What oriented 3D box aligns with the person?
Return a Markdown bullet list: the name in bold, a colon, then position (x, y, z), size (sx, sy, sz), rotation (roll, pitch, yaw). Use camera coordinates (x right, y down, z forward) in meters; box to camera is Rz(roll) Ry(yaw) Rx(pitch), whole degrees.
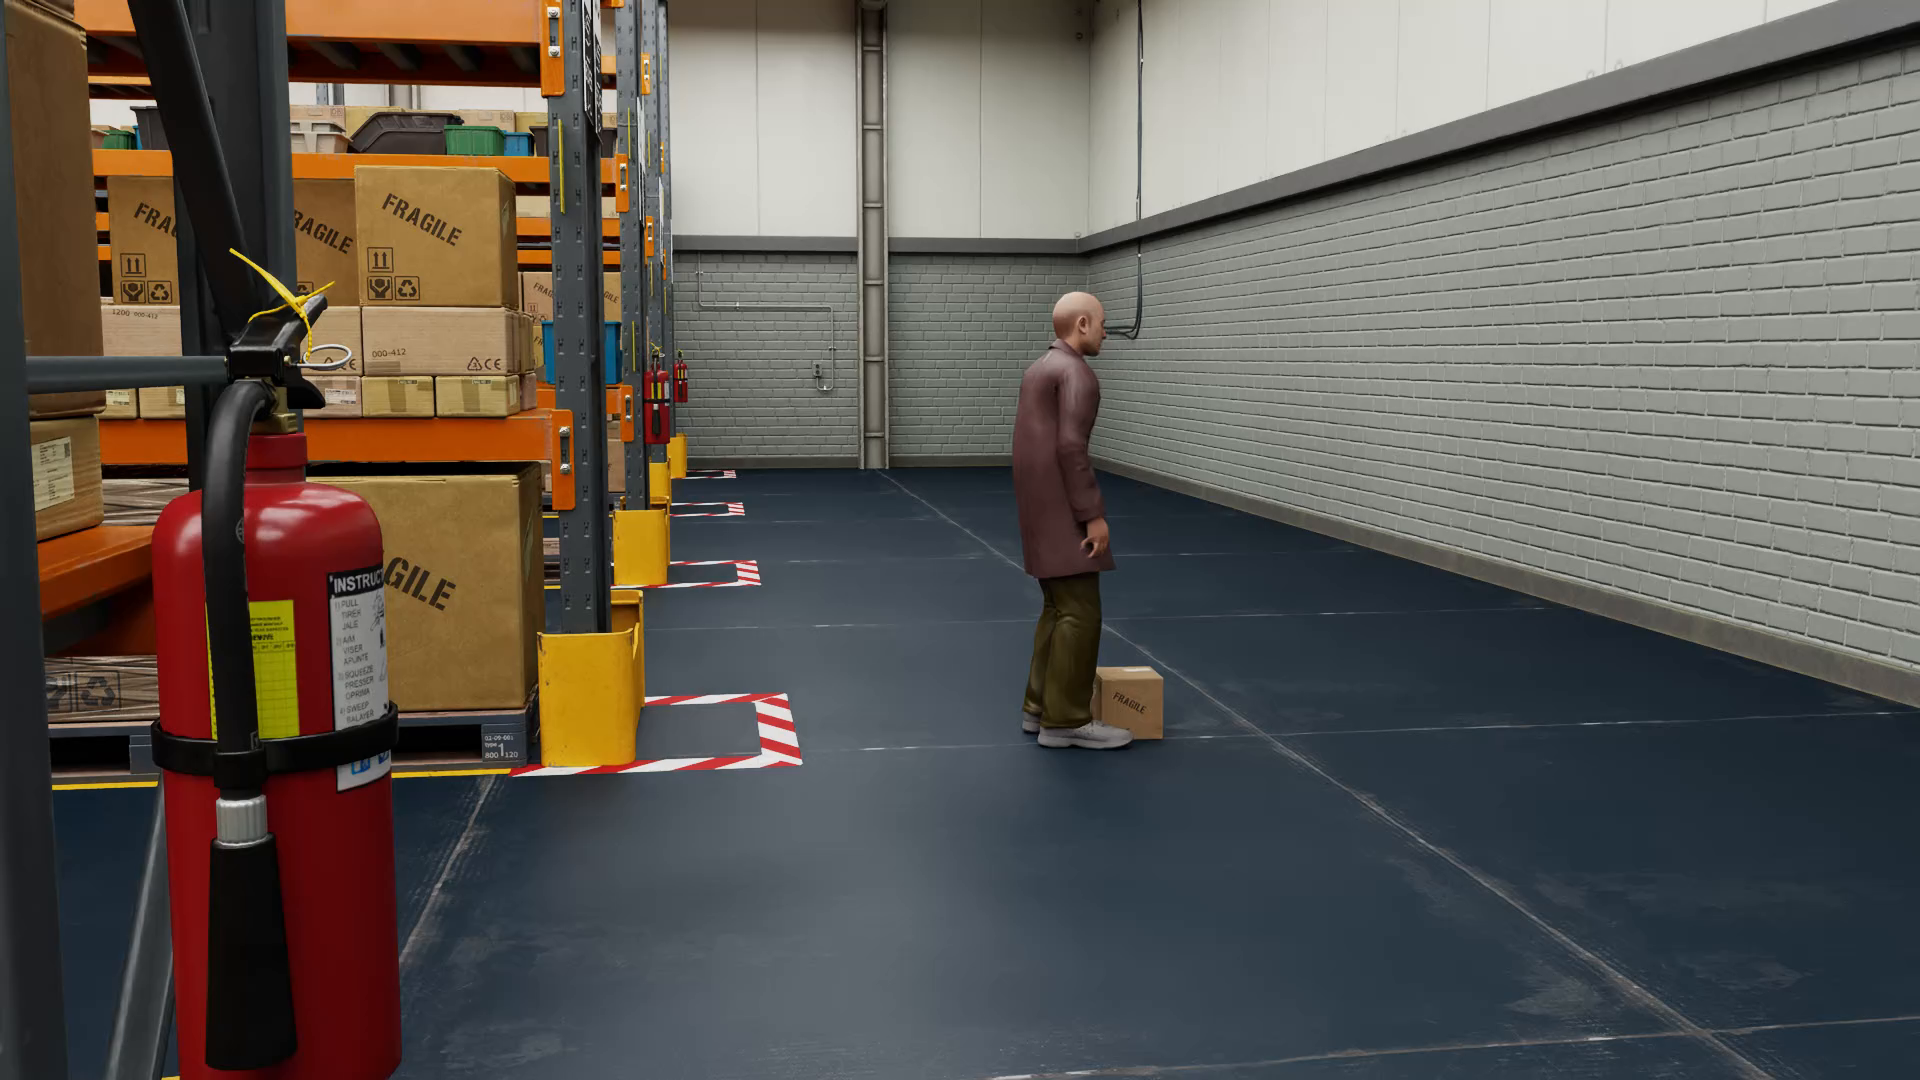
- **person**: position (0.427, -0.094, 6.623), size (0.423, 1.773, 0.653), rotation (-1, 6, -12)
